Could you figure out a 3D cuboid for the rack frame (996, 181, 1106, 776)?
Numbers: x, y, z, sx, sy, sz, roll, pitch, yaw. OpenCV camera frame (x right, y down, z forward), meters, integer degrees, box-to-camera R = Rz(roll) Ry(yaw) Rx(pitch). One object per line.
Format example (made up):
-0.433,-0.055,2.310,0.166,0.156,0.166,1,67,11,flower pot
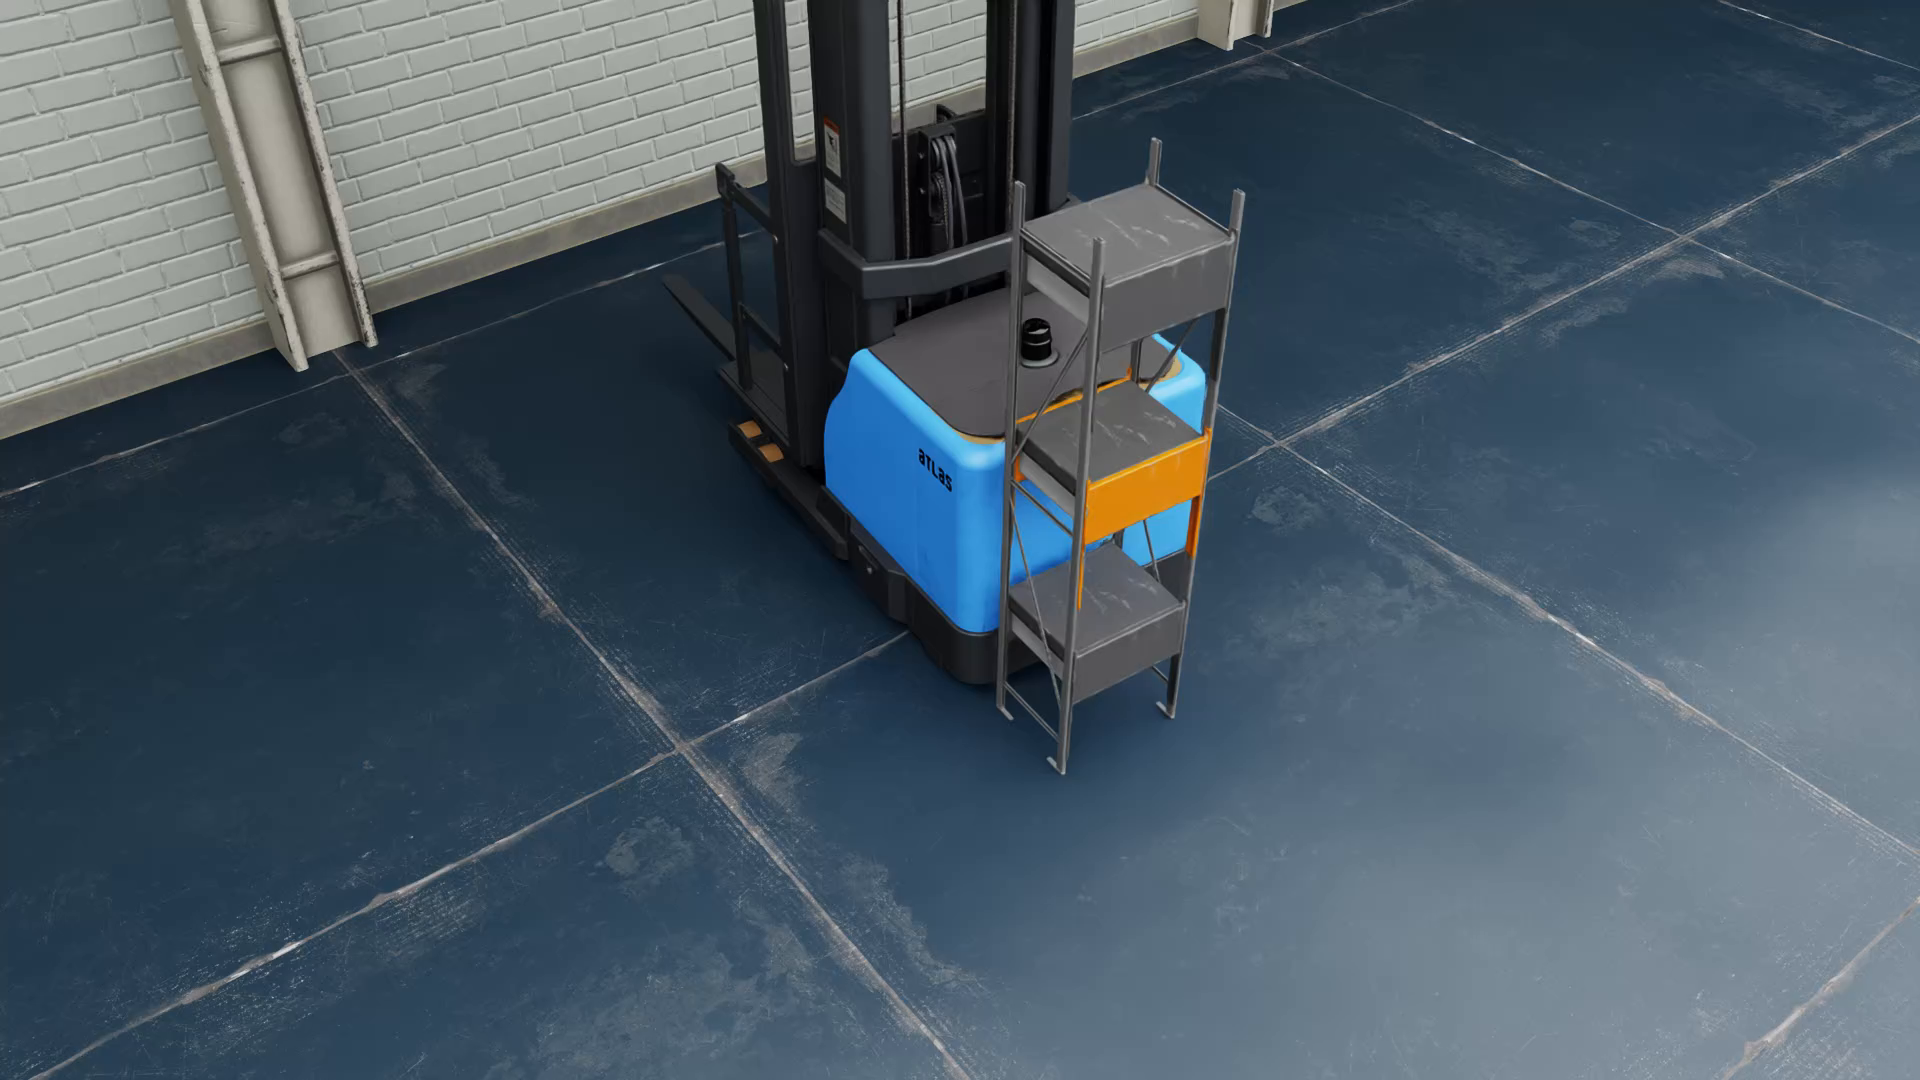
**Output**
0.258,-0.094,5.202,0.015,2.100,0.400,-23,46,-25,rack frame

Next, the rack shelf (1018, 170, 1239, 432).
0.468,-0.704,4.863,0.480,0.518,0.431,-23,46,-25,rack shelf

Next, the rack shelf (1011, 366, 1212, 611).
0.460,-0.170,5.316,0.480,0.518,0.431,-23,46,-25,rack shelf

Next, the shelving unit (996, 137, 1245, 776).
0.461,-0.180,5.307,0.503,2.100,0.431,-23,46,-25,shelving unit

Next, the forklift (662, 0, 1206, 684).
-0.334,-1.520,6.292,1.130,2.935,3.031,-22,44,-24,forklift

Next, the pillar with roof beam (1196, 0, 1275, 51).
4.376,-4.564,5.218,0.400,9.000,9.100,-26,46,-28,pillar with roof beam

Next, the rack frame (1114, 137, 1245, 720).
0.663,-0.267,5.412,0.015,2.100,0.400,-23,46,-25,rack frame

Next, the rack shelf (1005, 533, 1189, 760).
0.453,0.364,5.769,0.480,0.518,0.431,-23,46,-25,rack shelf

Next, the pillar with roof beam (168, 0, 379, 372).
-0.381,-2.245,2.391,0.400,9.000,9.100,-26,46,-28,pillar with roof beam
